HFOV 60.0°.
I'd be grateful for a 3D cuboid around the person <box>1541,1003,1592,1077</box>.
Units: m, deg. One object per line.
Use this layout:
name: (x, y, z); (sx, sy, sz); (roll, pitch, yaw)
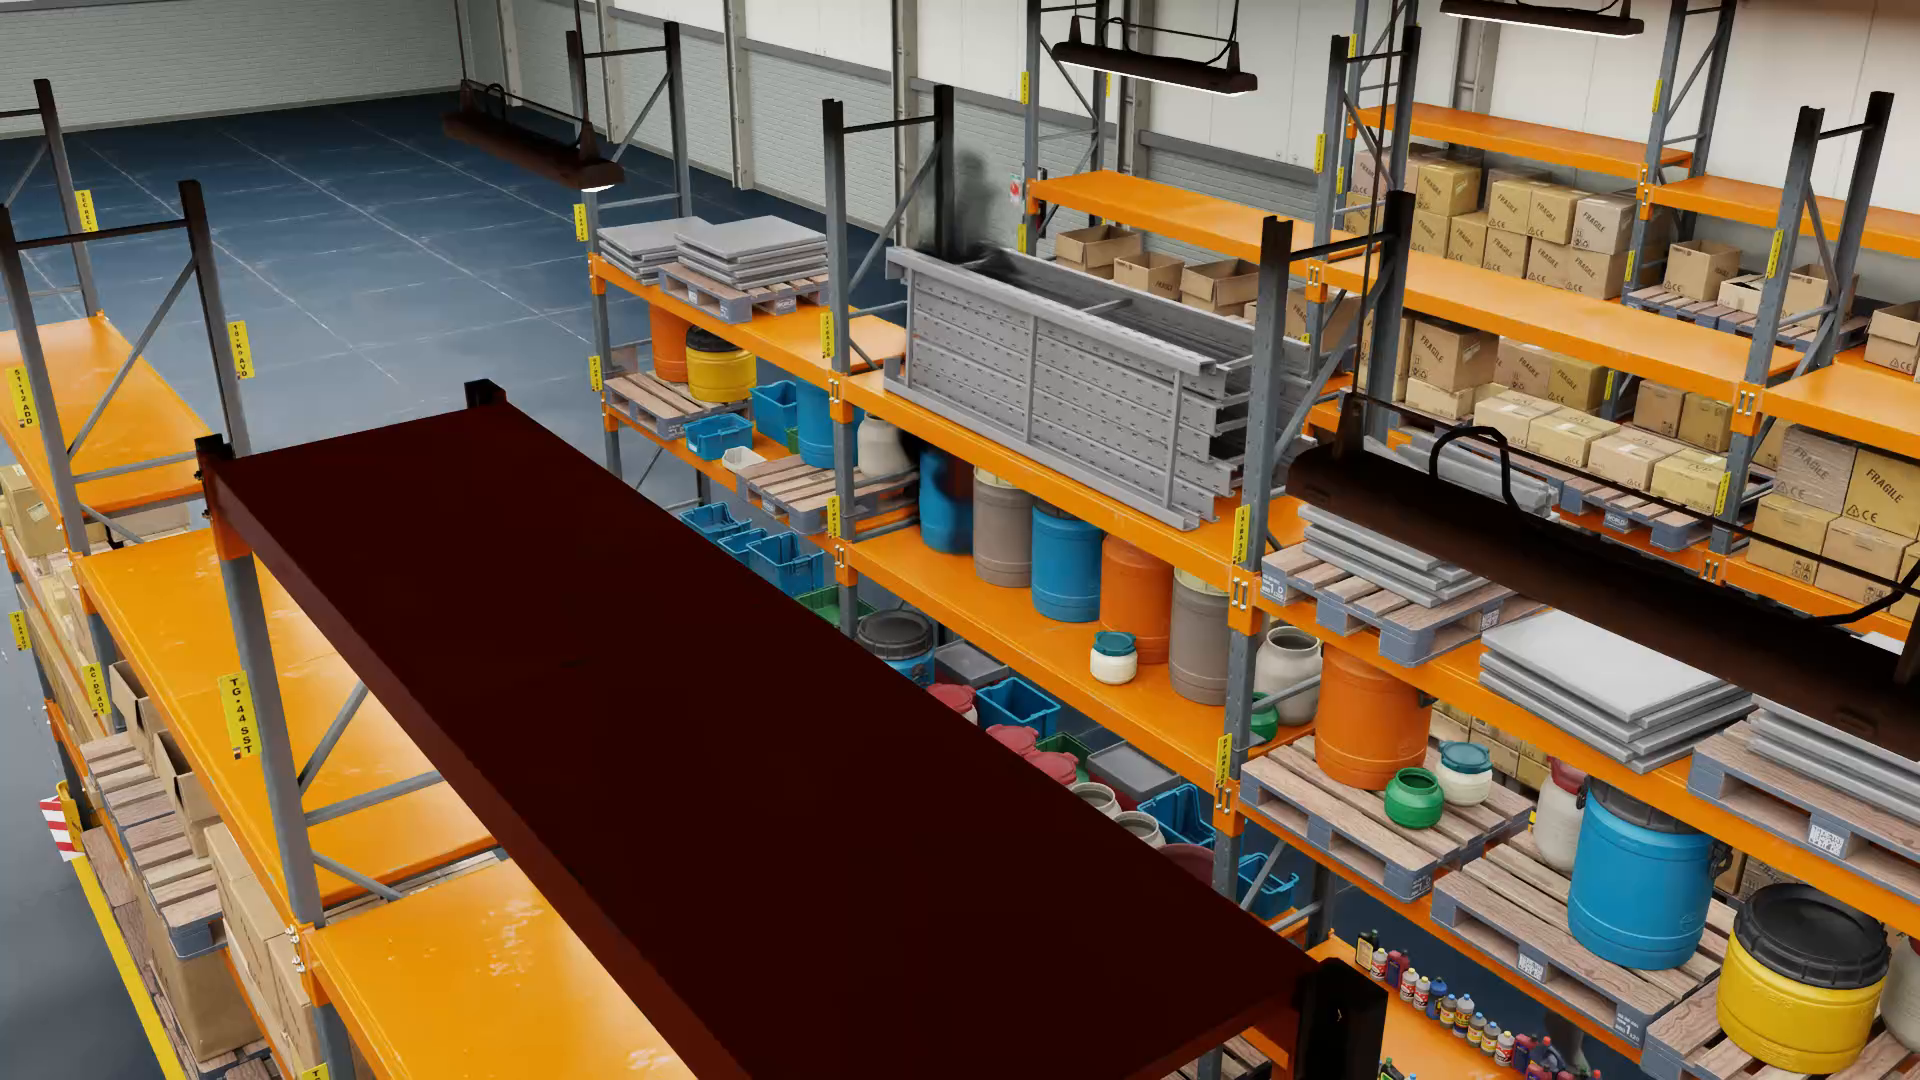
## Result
person: (3.918, 2.928, 10.658); (0.569, 1.733, 0.722); (-14, 28, -28)
